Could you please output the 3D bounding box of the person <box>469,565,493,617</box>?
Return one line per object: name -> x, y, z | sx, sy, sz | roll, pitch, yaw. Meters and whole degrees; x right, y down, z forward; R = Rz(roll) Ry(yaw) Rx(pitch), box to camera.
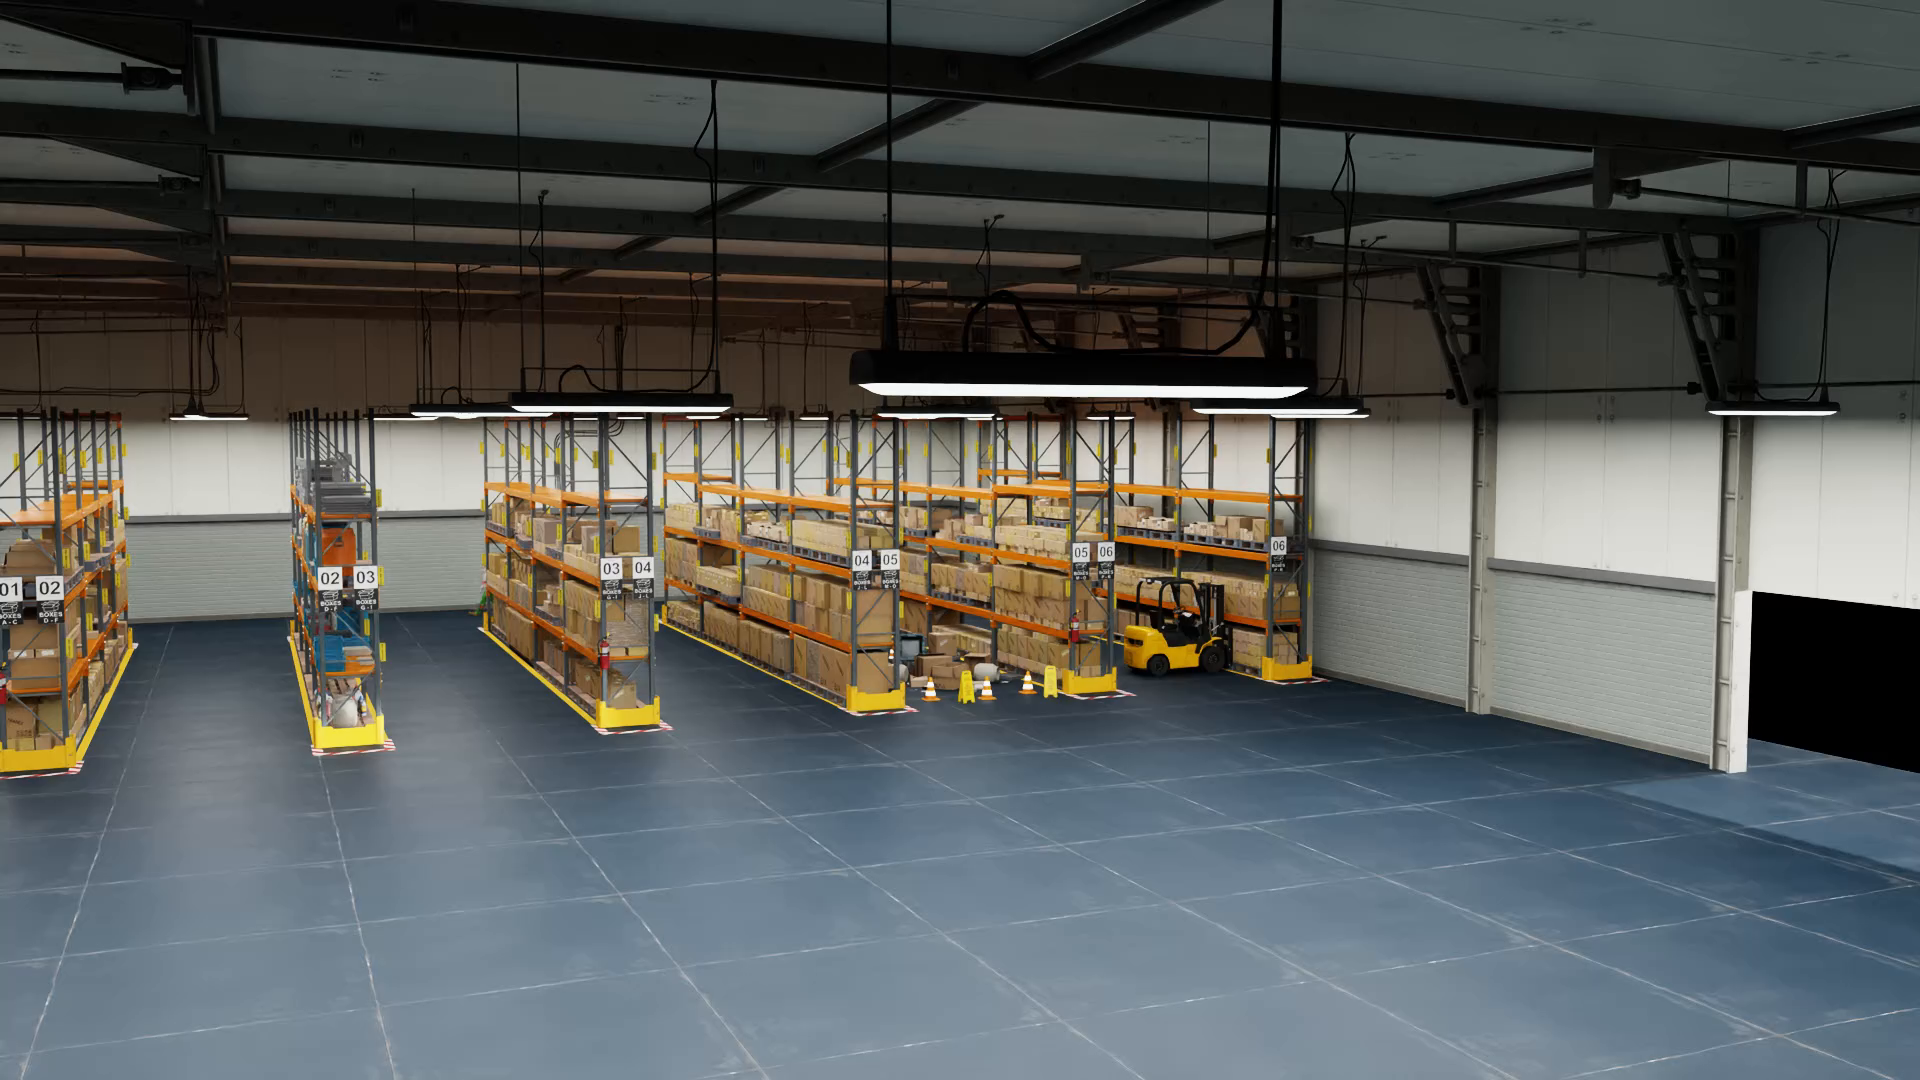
person -> -14.046, 1.409, 49.366 | 1.146, 1.706, 0.510 | -3, 5, -37
